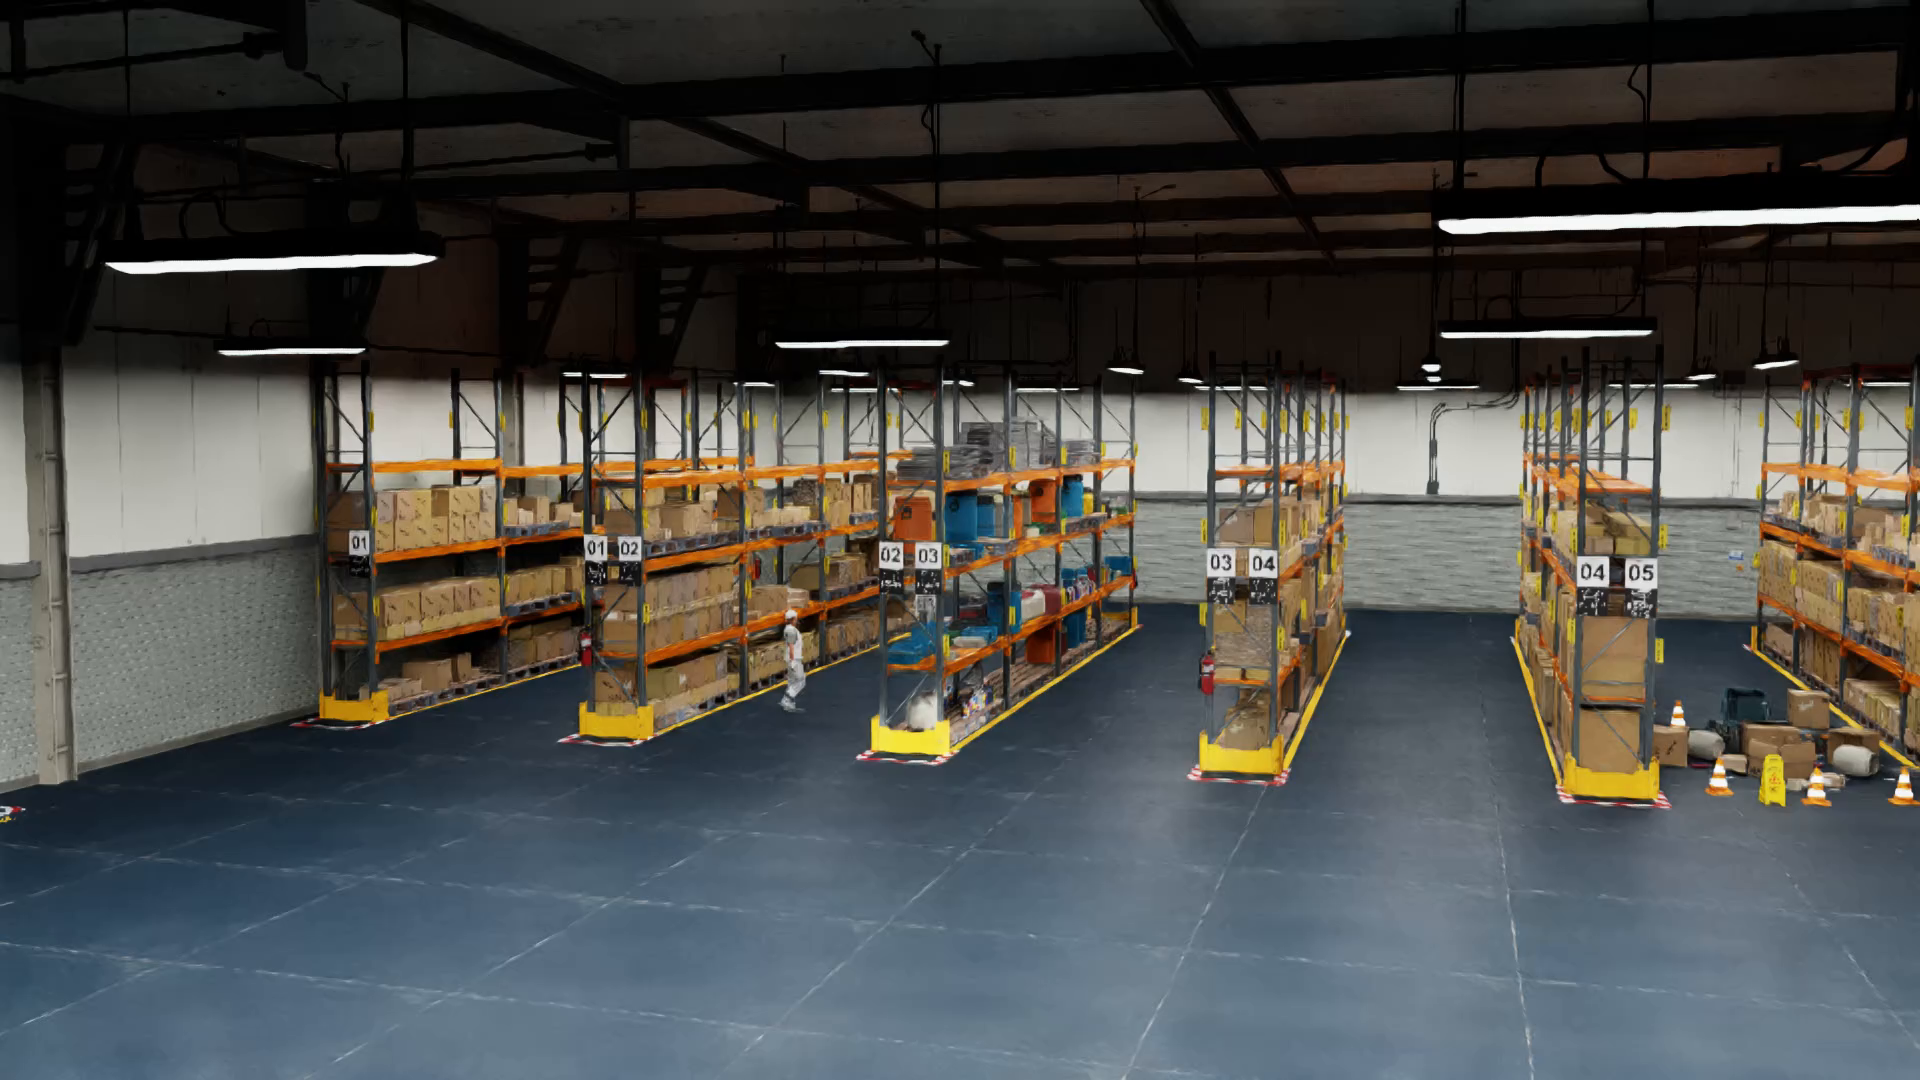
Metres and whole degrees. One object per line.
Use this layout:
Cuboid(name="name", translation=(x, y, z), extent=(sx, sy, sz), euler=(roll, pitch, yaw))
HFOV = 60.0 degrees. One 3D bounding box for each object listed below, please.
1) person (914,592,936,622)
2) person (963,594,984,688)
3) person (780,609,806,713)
Cuboid(name="person", translation=(-0.785, 1.539, 37.020), extent=(0.499, 1.587, 1.073), euler=(1, 4, 15))
Cuboid(name="person", translation=(0.249, 1.807, 29.988), extent=(0.530, 1.667, 0.566), euler=(2, 5, 27))
Cuboid(name="person", translation=(-2.876, 2.081, 28.443), extent=(0.443, 1.778, 0.598), euler=(-1, 4, -11))
